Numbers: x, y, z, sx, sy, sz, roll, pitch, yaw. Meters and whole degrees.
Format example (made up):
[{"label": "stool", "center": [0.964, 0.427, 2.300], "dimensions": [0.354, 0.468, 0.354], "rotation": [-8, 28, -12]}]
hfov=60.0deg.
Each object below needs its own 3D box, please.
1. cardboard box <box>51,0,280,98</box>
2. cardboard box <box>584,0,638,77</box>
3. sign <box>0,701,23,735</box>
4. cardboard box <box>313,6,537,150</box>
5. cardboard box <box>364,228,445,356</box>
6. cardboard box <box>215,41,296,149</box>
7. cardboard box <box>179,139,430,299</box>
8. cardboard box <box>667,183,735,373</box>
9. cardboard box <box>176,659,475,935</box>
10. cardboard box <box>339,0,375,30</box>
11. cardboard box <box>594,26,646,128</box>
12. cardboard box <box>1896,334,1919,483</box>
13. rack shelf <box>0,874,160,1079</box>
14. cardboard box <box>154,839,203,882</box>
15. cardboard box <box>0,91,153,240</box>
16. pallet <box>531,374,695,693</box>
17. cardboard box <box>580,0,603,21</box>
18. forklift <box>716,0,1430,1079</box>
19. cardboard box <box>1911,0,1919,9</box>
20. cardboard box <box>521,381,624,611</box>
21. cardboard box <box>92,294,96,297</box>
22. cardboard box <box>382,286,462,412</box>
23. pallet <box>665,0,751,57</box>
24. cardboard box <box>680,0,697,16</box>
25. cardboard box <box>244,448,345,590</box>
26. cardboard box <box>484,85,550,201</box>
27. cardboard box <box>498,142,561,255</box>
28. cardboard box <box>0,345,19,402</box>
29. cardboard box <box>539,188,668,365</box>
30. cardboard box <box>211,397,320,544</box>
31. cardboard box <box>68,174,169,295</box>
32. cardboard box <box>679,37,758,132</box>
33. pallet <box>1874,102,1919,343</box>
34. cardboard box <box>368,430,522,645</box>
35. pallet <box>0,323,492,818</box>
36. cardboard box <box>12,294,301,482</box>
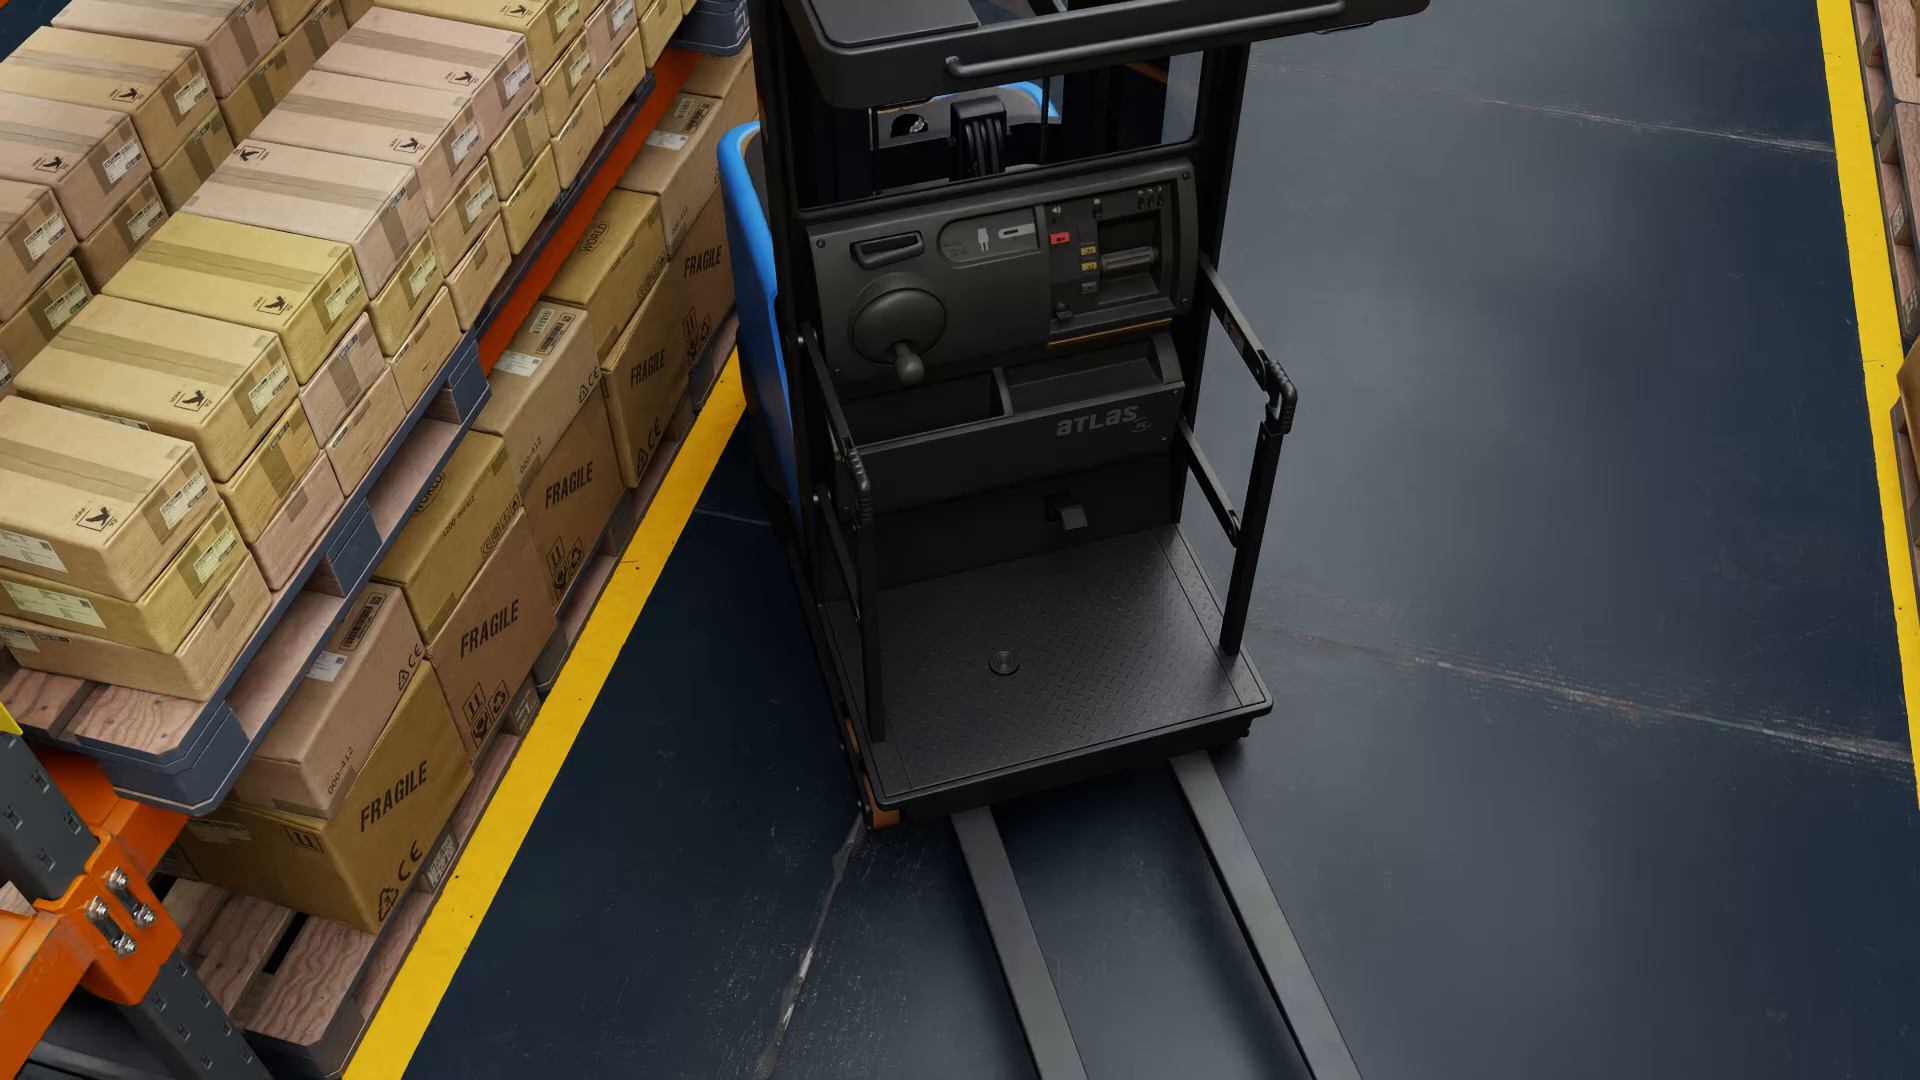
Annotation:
[{"label": "cardboard box", "center": [-1.788, -1.150, 3.755], "dimensions": [0.380, 0.149, 0.250], "rotation": [10, 49, 8]}, {"label": "cardboard box", "center": [-1.024, -1.293, 4.080], "dimensions": [0.380, 0.149, 0.250], "rotation": [13, 50, 11]}, {"label": "sign", "center": [-1.524, 0.189, 2.505], "dimensions": [0.100, 0.325, 0.005], "rotation": [12, 50, 10]}, {"label": "cardboard box", "center": [-1.162, -1.008, 3.630], "dimensions": [0.380, 0.149, 0.250], "rotation": [13, 50, 11]}, {"label": "cardboard box", "center": [-1.300, -0.537, 3.413], "dimensions": [0.380, 0.149, 0.250], "rotation": [10, 49, 8]}, {"label": "cardboard box", "center": [-1.791, -1.061, 3.875], "dimensions": [0.380, 0.149, 0.250], "rotation": [12, 50, 10]}, {"label": "cardboard box", "center": [-1.296, -0.641, 3.306], "dimensions": [0.380, 0.149, 0.250], "rotation": [11, 49, 10]}, {"label": "cardboard box", "center": [-1.058, -0.929, 5.456], "dimensions": [0.500, 0.500, 0.500], "rotation": [13, 50, 12]}, {"label": "cardboard box", "center": [-1.599, 0.580, 4.125], "dimensions": [0.500, 0.500, 0.500], "rotation": [13, 50, 11]}, {"label": "cardboard box", "center": [-1.655, -1.432, 4.202], "dimensions": [0.380, 0.149, 0.250], "rotation": [11, 50, 10]}, {"label": "cardboard box", "center": [-1.025, -1.201, 4.197], "dimensions": [0.380, 0.149, 0.250], "rotation": [13, 50, 11]}, {"label": "cardboard box", "center": [3.561, -0.408, 4.747], "dimensions": [1.225, 0.875, 0.875], "rotation": [9, 49, 8]}, {"label": "rack shelf", "center": [-2.575, 2.059, 1.912], "dimensions": [1.077, 0.370, 4.000], "rotation": [12, 50, 10]}, {"label": "cardboard box", "center": [-2.097, 0.477, 4.215], "dimensions": [0.500, 0.500, 0.500], "rotation": [11, 49, 9]}, {"label": "cardboard box", "center": [-1.923, -0.779, 3.427], "dimensions": [0.380, 0.149, 0.250], "rotation": [11, 50, 10]}, {"label": "pallet", "center": [-1.526, -0.152, 5.243], "dimensions": [1.003, 0.211, 1.213], "rotation": [12, 50, 10]}, {"label": "cardboard box", "center": [-1.025, -1.392, 3.969], "dimensions": [0.380, 0.149, 0.250], "rotation": [14, 50, 12]}, {"label": "forklift", "center": [0.179, -0.523, 3.757], "dimensions": [1.130, 2.935, 3.031], "rotation": [-13, 50, -11]}, {"label": "cardboard box", "center": [4.342, -2.493, 6.824], "dimensions": [0.700, 0.500, 0.500], "rotation": [8, 49, 7]}, {"label": "cardboard box", "center": [-1.336, -0.185, 4.799], "dimensions": [0.500, 0.500, 0.500], "rotation": [12, 50, 11]}, {"label": "cardboard box", "center": [-1.934, -0.557, 3.629], "dimensions": [0.380, 0.149, 0.250], "rotation": [9, 49, 8]}, {"label": "cardboard box", "center": [-1.298, -0.439, 3.524], "dimensions": [0.380, 0.149, 0.250], "rotation": [12, 50, 10]}, {"label": "pallet", "center": [-1.081, -1.919, 5.071], "dimensions": [1.213, 0.211, 1.003], "rotation": [12, 50, 10]}, {"label": "cardboard box", "center": [-0.886, -1.583, 4.534], "dimensions": [0.380, 0.149, 0.250], "rotation": [11, 49, 10]}, {"label": "cardboard box", "center": [-1.434, -0.078, 3.205], "dimensions": [0.380, 0.149, 0.250], "rotation": [12, 50, 11]}, {"label": "cardboard box", "center": [-1.161, -0.925, 3.754], "dimensions": [0.380, 0.149, 0.250], "rotation": [11, 49, 9]}, {"label": "cardboard box", "center": [-1.163, -0.822, 3.862], "dimensions": [0.380, 0.149, 0.250], "rotation": [11, 49, 9]}, {"label": "cardboard box", "center": [-2.067, -0.298, 3.201], "dimensions": [0.380, 0.149, 0.250], "rotation": [12, 50, 10]}, {"label": "cardboard box", "center": [-1.195, -0.801, 4.843], "dimensions": [0.500, 0.250, 0.500], "rotation": [13, 50, 11]}, {"label": "cardboard box", "center": [-1.435, -0.162, 3.082], "dimensions": [0.380, 0.149, 0.250], "rotation": [11, 49, 9]}, {"label": "cardboard box", "center": [-1.931, -0.676, 3.535], "dimensions": [0.380, 0.149, 0.250], "rotation": [10, 49, 9]}, {"label": "cardboard box", "center": [-0.923, -1.533, 5.489], "dimensions": [0.500, 0.250, 0.500], "rotation": [11, 49, 9]}, {"label": "pallet", "center": [3.969, -1.110, 6.089], "dimensions": [1.003, 0.211, 1.213], "rotation": [12, 50, 10]}, {"label": "cardboard box", "center": [-1.462, -0.054, 4.184], "dimensions": [0.500, 0.250, 0.500], "rotation": [13, 50, 11]}, {"label": "pallet", "center": [-1.708, -0.087, 3.454], "dimensions": [1.003, 0.211, 1.213], "rotation": [12, 50, 10]}, {"label": "cardboard box", "center": [-1.434, -0.276, 2.984], "dimensions": [0.380, 0.149, 0.250], "rotation": [13, 50, 11]}]
